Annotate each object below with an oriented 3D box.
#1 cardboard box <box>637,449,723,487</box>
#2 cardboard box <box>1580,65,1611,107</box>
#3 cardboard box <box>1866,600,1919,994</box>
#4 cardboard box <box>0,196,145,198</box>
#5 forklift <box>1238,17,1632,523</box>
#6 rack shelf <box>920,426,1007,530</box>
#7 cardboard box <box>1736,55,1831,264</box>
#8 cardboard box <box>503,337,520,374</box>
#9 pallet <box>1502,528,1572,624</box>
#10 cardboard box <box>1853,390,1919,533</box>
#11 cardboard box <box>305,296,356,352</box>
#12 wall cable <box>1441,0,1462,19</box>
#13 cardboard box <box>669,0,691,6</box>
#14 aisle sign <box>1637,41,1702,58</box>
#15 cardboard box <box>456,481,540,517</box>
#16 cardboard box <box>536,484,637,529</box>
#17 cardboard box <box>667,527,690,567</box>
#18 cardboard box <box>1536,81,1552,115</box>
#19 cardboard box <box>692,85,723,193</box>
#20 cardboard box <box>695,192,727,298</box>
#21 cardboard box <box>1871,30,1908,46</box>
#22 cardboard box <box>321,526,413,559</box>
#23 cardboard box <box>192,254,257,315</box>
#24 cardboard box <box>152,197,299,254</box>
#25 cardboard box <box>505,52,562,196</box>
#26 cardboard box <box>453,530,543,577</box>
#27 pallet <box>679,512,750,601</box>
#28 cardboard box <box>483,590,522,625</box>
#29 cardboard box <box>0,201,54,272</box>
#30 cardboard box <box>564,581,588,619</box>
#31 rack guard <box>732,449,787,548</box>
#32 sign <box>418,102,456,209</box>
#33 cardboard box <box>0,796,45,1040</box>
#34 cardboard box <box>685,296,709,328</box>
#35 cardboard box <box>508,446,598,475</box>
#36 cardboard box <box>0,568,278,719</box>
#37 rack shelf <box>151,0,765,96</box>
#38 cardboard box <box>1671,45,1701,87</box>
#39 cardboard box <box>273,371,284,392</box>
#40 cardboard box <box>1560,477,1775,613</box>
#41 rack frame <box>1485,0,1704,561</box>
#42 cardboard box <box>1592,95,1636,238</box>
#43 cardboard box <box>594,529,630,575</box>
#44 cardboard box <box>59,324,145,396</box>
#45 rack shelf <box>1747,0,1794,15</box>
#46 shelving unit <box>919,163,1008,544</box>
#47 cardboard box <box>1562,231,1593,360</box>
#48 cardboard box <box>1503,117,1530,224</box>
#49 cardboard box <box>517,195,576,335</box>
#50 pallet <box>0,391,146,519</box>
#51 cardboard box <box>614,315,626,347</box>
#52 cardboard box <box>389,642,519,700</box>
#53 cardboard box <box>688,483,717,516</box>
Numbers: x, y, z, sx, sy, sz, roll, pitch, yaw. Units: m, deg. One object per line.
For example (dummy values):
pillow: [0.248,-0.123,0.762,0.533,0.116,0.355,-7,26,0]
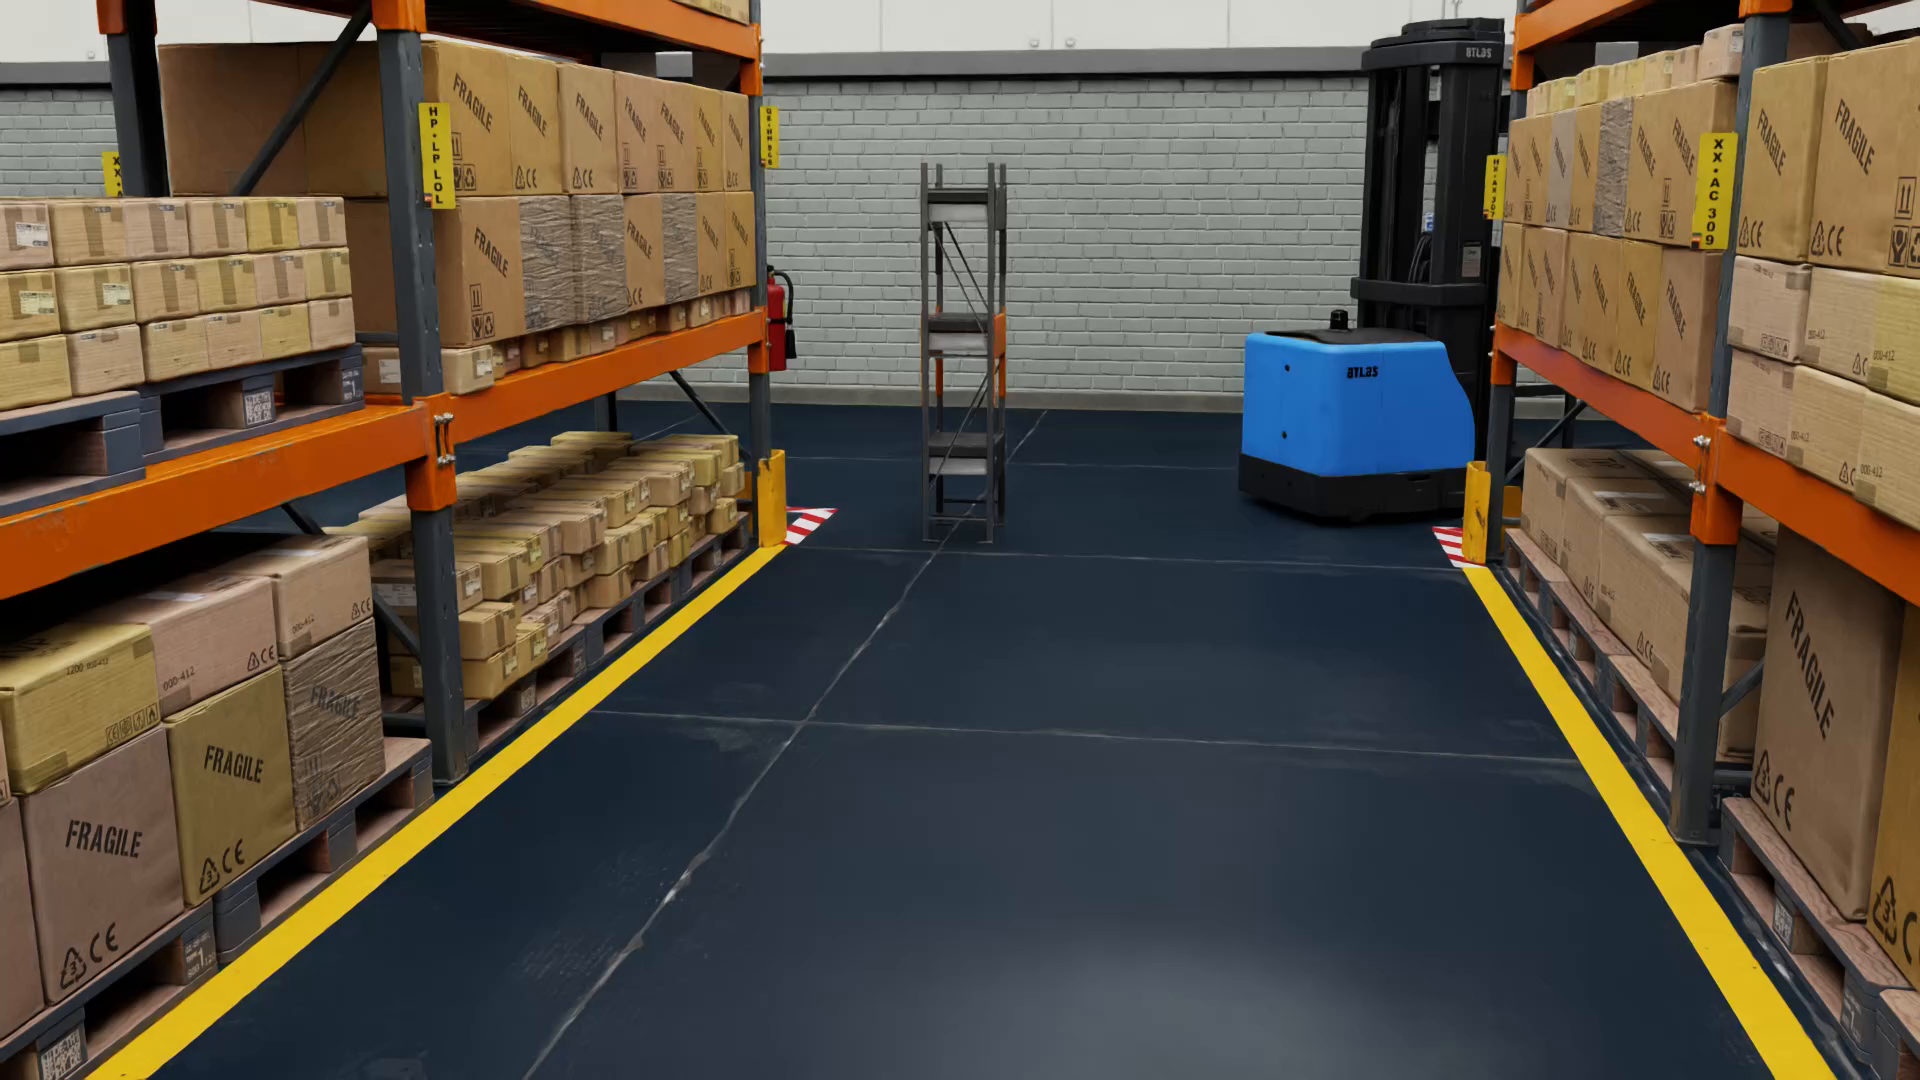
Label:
cardboard box: [-1.420,-0.368,8.439,0.380,0.149,0.250,2,12,7]
cardboard box: [2.719,-1.821,6.675,0.380,0.149,0.250,2,12,7]
cardboard box: [2.564,0.633,3.483,0.875,0.875,0.875,2,12,10]
cardboard box: [-2.710,-0.966,5.043,0.380,0.149,0.250,3,12,12]
forklift: [3.349,-1.709,10.468,3.031,2.935,1.130,-5,13,-21]
rack shelf: [0.025,-0.363,9.582,0.431,0.518,0.480,2,12,9]
cardboard box: [2.360,-0.976,4.290,0.500,0.500,0.500,2,12,9]
cardboard box: [-1.872,-0.699,6.212,0.380,0.149,0.250,1,12,6]
pallet: [3.282,0.179,8.161,1.003,0.211,1.213,2,12,9]
cardboard box: [2.211,-0.150,3.426,0.500,0.250,0.500,2,12,8]
cardboard box: [-2.060,-0.653,5.003,0.380,0.149,0.250,2,12,7]
wall cable: [3.924,-5.479,13.556,0.463,3.000,0.029,2,12,9]
cardboard box: [-1.549,-2.573,7.548,0.500,0.250,0.500,2,12,11]
aisle sign: [3.645,-2.629,8.401,0.394,0.787,0.004,2,12,9]
cardboard box: [-2.123,-0.167,7.505,0.380,0.149,0.250,2,12,9]
cardboard box: [-1.671,-0.152,7.435,0.380,0.149,0.250,2,12,9]
cardboard box: [-1.522,0.028,8.012,0.380,0.149,0.250,1,12,6]
cardboard box: [2.876,-2.036,7.669,0.380,0.149,0.250,2,12,10]
cardboard box: [-1.482,-1.967,8.182,0.500,0.500,0.500,1,12,7]
cardboard box: [-1.479,-1.478,8.287,0.500,0.500,0.500,2,12,8]
cardboard box: [3.041,-1.486,5.120,0.380,0.149,0.250,2,12,9]
cardboard box: [-2.366,0.049,6.505,0.380,0.149,0.250,2,12,8]
cardboard box: [-2.141,-0.692,4.478,0.380,0.149,0.250,2,12,11]
cardboard box: [-2.104,-0.887,4.677,0.380,0.149,0.250,2,12,7]
cardboard box: [-1.820,-1.537,6.190,0.500,0.500,0.500,2,12,7]
cardboard box: [-1.846,0.063,6.438,0.380,0.149,0.250,2,12,8]
pallet: [-1.751,0.055,8.739,1.003,0.211,1.213,2,12,9]
cardboard box: [-1.872,0.263,6.219,0.380,0.149,0.250,2,12,9]
cardboard box: [-2.265,-0.672,3.678,0.380,0.149,0.250,1,12,6]
cardboard box: [-1.797,0.243,7.017,0.380,0.149,0.250,1,12,6]
rack guard: [-1.591,-0.255,9.488,1.175,0.500,0.348,2,12,9]
sign: [-1.646,-1.208,5.233,0.100,0.325,0.005,2,12,9]
cardboard box: [-2.301,0.839,3.418,0.500,0.500,0.500,2,12,7]
cardboard box: [-1.466,-1.135,8.238,0.380,0.149,0.250,2,12,10]
cardboard box: [-2.085,-0.387,8.528,0.380,0.149,0.250,2,12,8]
cardboard box: [-2.152,0.260,4.323,0.500,0.250,0.500,2,12,11]
rack shelf: [-1.887,-2.191,7.126,1.077,0.370,4.000,2,12,9]
cardboard box: [2.662,-1.606,5.674,0.380,0.149,0.250,2,12,8]
cardboard box: [-2.382,-0.604,5.772,0.380,0.149,0.250,2,12,8]
cardboard box: [3.192,0.026,7.340,0.875,0.438,0.875,2,12,10]
rack frame: [3.327,-1.353,8.652,1.000,3.000,0.127,2,12,9]
cardboard box: [2.667,-1.377,6.151,0.500,0.500,0.500,2,12,9]
cardboard box: [-1.659,0.048,7.217,0.380,0.149,0.250,2,12,8]
cardboard box: [-2.216,-0.437,4.000,0.380,0.149,0.250,1,12,6]
rack shelf: [2.404,-1.219,2.616,1.077,0.370,4.000,2,12,9]
shelving unit: [0.025,-1.061,9.432,0.431,2.100,0.503,2,12,9]
cardboard box: [2.763,-0.995,6.753,0.500,0.500,0.500,2,12,11]
cardboard box: [2.972,-1.800,8.115,0.500,0.500,0.500,2,12,7]
cardboard box: [-1.800,-1.052,6.312,0.500,0.500,0.500,2,12,9]
pallet: [-2.546,-0.147,3.509,1.003,0.211,1.213,2,12,9]
cardboard box: [-1.678,-0.918,7.231,0.380,0.149,0.250,2,12,11]
cardboard box: [-1.821,0.463,5.994,0.380,0.149,0.250,1,12,6]
cardboard box: [-1.457,-0.222,8.468,0.380,0.149,0.250,1,12,6]
